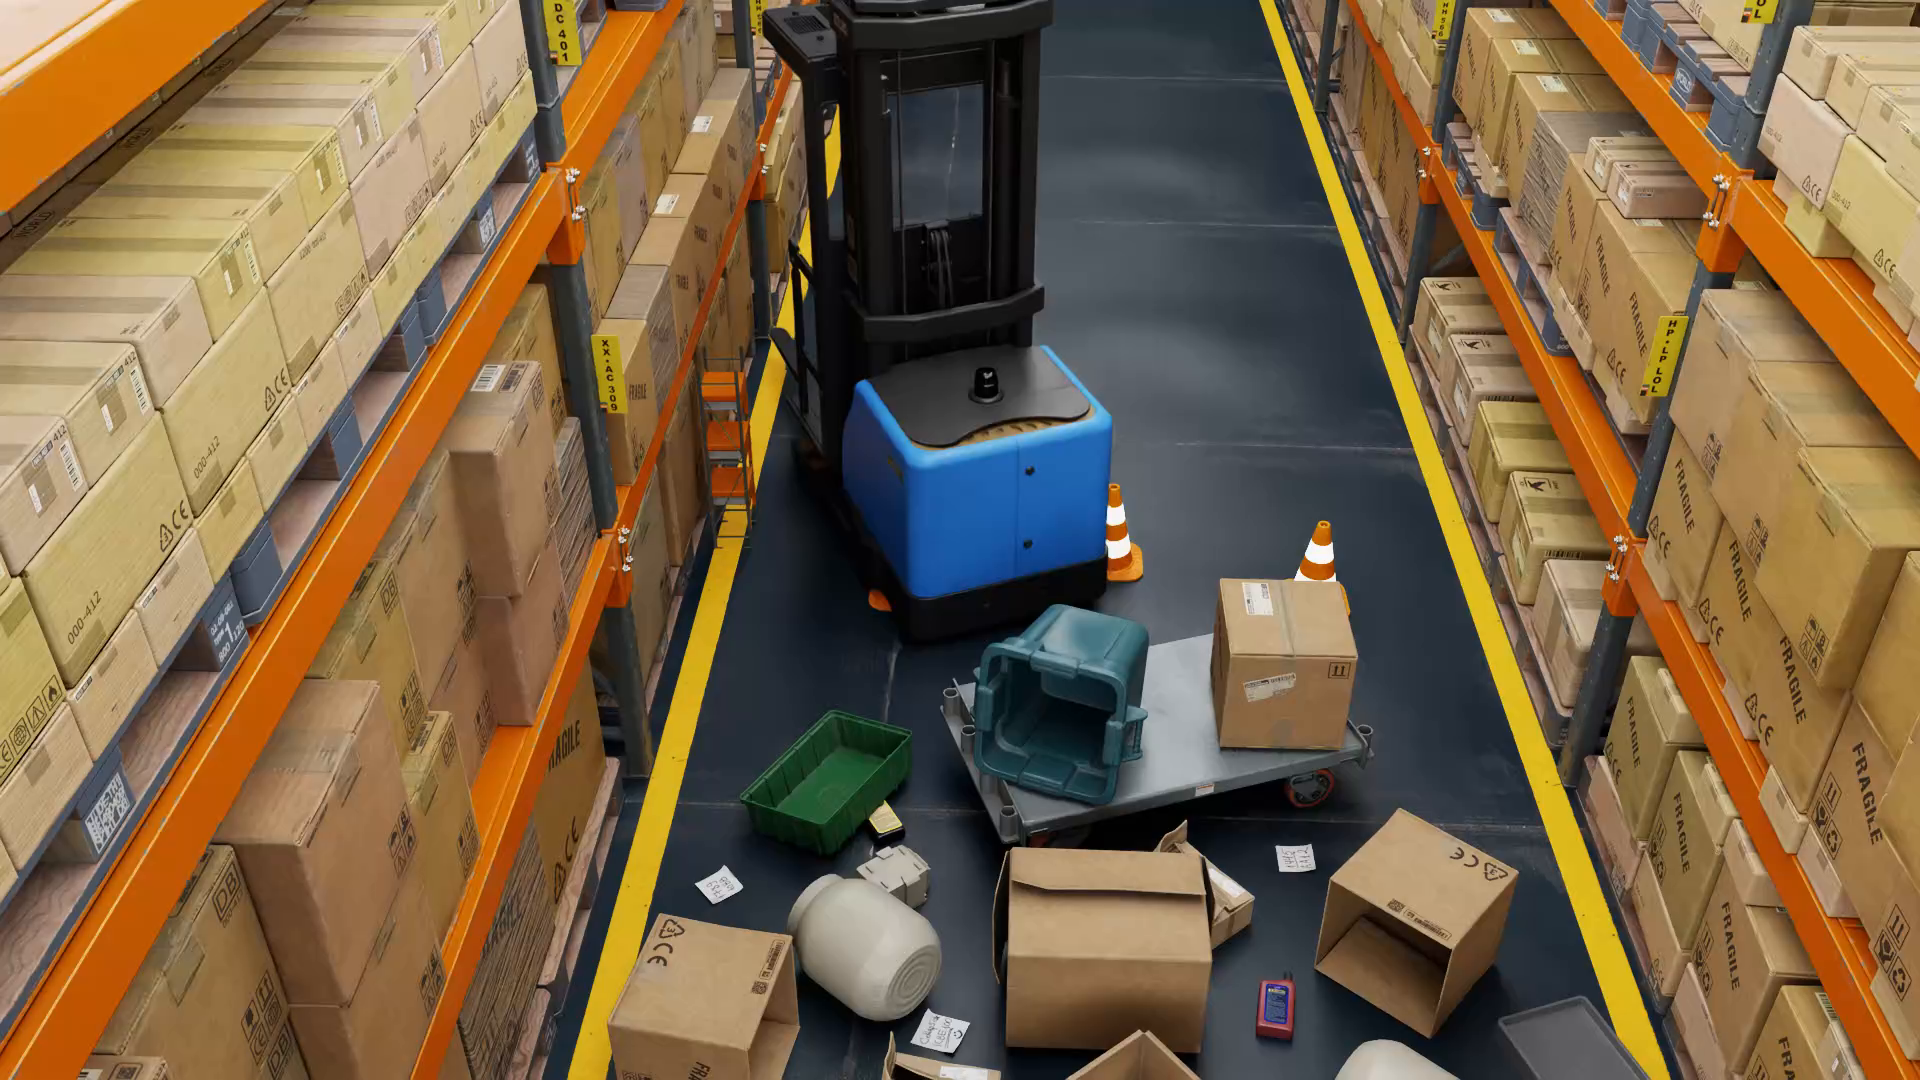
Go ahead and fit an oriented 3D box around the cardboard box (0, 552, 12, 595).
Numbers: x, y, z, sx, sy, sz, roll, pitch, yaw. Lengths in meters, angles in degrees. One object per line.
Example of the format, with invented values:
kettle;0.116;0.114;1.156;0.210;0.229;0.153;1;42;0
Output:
cardboard box;-1.664;0.072;2.449;0.380;0.149;0.250;2;35;2

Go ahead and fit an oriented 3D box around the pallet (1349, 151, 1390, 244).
pallet;3.423;-2.486;12.050;1.003;0.211;1.213;1;35;2

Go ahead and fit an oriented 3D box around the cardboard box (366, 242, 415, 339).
cardboard box;-1.591;-0.623;4.132;0.380;0.149;0.250;1;35;1

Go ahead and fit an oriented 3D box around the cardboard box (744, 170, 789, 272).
cardboard box;-1.402;-2.083;10.859;0.500;0.500;0.500;0;35;0

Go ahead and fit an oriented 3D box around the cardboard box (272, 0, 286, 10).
cardboard box;-2.200;-1.697;4.966;0.380;0.149;0.250;2;35;2

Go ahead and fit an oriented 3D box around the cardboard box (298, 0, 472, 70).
cardboard box;-1.563;-1.391;4.531;0.380;0.149;0.250;1;35;2

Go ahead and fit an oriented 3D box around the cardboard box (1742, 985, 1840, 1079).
cardboard box;2.760;1.710;5.028;0.500;0.500;0.500;1;35;1

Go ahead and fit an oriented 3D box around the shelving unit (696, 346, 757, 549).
shelving unit;-1.176;-0.457;8.433;0.215;1.050;0.252;0;35;0

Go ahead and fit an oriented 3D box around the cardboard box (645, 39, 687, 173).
cardboard box;-1.751;-2.140;8.175;0.700;0.500;0.500;1;35;1

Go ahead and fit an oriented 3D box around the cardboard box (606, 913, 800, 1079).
cardboard box;-0.883;1.702;5.836;0.500;0.500;0.500;7;36;10

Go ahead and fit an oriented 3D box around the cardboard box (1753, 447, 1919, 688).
cardboard box;2.780;0.078;4.760;0.700;0.500;0.500;1;35;1

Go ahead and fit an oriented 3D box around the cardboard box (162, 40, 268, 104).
cardboard box;-2.164;-1.171;4.564;0.500;0.250;0.500;1;35;2

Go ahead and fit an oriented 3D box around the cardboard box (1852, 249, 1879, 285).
cardboard box;2.880;-0.835;4.886;0.380;0.149;0.250;1;35;2

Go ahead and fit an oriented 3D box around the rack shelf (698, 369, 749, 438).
rack shelf;-1.176;-0.681;8.276;0.215;0.259;0.240;0;35;0

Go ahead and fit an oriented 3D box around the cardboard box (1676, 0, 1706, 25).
cardboard box;3.008;-2.146;6.297;0.500;0.250;0.500;2;35;2

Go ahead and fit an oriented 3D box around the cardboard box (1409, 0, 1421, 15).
cardboard box;3.036;-3.525;10.146;0.500;0.500;0.500;2;35;3

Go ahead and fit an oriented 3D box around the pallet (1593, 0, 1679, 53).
pallet;3.274;-2.277;6.882;1.213;0.211;1.003;1;35;2

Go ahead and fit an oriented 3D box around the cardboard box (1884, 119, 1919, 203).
cardboard box;2.727;-1.004;4.432;0.380;0.149;0.250;1;35;2

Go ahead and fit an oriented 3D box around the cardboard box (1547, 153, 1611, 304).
cardboard box;2.939;-1.365;7.318;0.500;0.500;0.500;2;35;4

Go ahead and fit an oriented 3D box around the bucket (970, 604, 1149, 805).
bucket;0.452;0.614;6.738;0.726;0.611;0.620;13;27;18

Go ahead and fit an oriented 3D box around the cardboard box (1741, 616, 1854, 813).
cardboard box;2.778;0.482;5.055;0.500;0.500;0.500;1;35;1

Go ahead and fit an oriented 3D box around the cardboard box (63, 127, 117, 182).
cardboard box;-2.250;-0.966;3.925;0.380;0.149;0.250;1;35;2

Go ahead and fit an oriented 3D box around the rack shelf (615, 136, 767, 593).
rack shelf;-1.766;-1.090;8.263;1.077;0.370;4.000;1;35;2

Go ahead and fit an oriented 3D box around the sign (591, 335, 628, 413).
sign;-1.292;-0.609;6.132;0.100;0.325;0.005;1;35;2

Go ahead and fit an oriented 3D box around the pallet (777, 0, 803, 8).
pallet;-1.647;-3.593;11.366;1.003;0.211;1.213;1;35;2

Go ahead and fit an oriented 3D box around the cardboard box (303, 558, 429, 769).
cardboard box;-1.974;0.404;4.443;0.875;0.550;0.500;1;35;2

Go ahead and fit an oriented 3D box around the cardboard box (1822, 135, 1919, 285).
cardboard box;2.801;-0.923;4.664;0.500;0.250;0.500;1;35;1

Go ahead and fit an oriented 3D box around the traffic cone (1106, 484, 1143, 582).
traffic cone;0.767;-0.075;8.400;0.336;0.463;0.334;1;35;2

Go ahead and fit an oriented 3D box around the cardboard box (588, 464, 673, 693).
cardboard box;-1.911;0.155;7.458;1.050;0.750;0.750;1;35;2

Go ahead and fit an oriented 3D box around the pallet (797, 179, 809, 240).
pallet;-1.601;-2.540;12.126;1.003;0.211;1.213;1;35;2

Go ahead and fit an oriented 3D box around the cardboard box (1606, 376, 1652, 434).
cardboard box;2.849;-0.550;6.722;0.380;0.149;0.250;2;35;3

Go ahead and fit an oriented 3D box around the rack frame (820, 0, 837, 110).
rack frame;-1.525;-4.831;12.961;1.000;3.000;0.127;1;35;2

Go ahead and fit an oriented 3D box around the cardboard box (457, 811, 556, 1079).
cardboard box;-1.974;1.340;5.662;0.875;0.875;0.875;2;35;2

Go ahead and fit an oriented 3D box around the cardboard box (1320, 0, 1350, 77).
cardboard box;3.558;-4.257;14.007;0.875;0.438;0.875;1;35;1

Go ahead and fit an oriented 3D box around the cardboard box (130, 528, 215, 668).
cardboard box;-1.643;0.101;3.101;0.380;0.149;0.250;2;35;2

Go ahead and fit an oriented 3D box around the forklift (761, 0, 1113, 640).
forklift;-0.290;-1.567;8.376;1.130;2.935;3.031;-13;37;-18

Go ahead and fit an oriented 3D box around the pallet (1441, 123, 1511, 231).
pallet;3.342;-1.986;9.080;1.213;0.211;1.003;1;35;2

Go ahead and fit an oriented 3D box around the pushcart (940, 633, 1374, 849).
pushcart;0.824;0.870;7.129;1.648;0.377;0.936;-10;36;-14

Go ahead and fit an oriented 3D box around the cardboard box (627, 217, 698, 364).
cardboard box;-1.514;-1.149;7.635;0.500;0.500;0.500;1;35;2

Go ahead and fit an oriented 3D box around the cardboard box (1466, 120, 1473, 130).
cardboard box;3.066;-2.363;9.303;0.380;0.149;0.250;-1;35;-1

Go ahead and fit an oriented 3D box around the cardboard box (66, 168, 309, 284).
cardboard box;-1.613;-0.662;3.493;0.380;0.149;0.250;2;35;3

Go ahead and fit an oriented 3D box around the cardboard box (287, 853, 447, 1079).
cardboard box;-1.889;1.152;4.317;0.875;0.550;0.550;1;35;2

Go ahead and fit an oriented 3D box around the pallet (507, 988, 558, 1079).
pallet;-2.001;2.044;5.604;1.003;0.211;1.213;1;35;2

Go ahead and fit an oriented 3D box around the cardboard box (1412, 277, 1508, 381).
cardboard box;3.232;-1.249;9.784;0.950;0.372;0.625;-1;35;-1

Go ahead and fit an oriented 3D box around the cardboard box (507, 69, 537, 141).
cardboard box;-1.541;-1.355;5.173;0.380;0.149;0.250;1;35;2

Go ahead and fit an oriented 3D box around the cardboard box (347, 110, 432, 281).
cardboard box;-1.652;-0.869;4.134;0.500;0.250;0.500;1;35;1

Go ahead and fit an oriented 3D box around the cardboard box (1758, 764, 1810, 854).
cardboard box;2.710;0.833;5.121;0.380;0.149;0.250;1;35;2

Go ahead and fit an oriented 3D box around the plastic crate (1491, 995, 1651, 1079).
plastic crate;2.222;1.899;5.924;0.402;0.080;0.583;-10;36;-14

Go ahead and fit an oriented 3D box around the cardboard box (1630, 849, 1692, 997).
cardboard box;2.800;1.414;6.101;0.500;0.250;0.500;3;35;5

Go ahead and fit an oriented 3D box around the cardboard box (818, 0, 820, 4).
cardboard box;-1.234;-4.430;13.987;0.380;0.149;0.250;3;35;4

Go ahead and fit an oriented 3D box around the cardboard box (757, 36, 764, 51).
cardboard box;-1.445;-3.164;10.442;0.380;0.149;0.250;3;35;4

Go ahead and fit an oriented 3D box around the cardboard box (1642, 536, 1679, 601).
cardboard box;2.771;0.098;6.166;0.380;0.149;0.250;1;35;2

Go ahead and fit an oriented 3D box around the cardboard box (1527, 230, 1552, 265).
cardboard box;2.952;-1.436;7.983;0.380;0.149;0.250;2;35;3

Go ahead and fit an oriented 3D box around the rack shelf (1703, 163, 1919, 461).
rack shelf;3.024;0.038;4.050;1.077;0.370;4.000;1;35;2

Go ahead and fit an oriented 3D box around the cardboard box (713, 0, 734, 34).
cardboard box;-1.473;-3.109;9.847;0.380;0.149;0.250;1;35;2

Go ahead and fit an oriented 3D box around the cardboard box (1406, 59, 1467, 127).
cardboard box;3.026;-2.712;10.076;0.500;0.250;0.500;0;35;0
